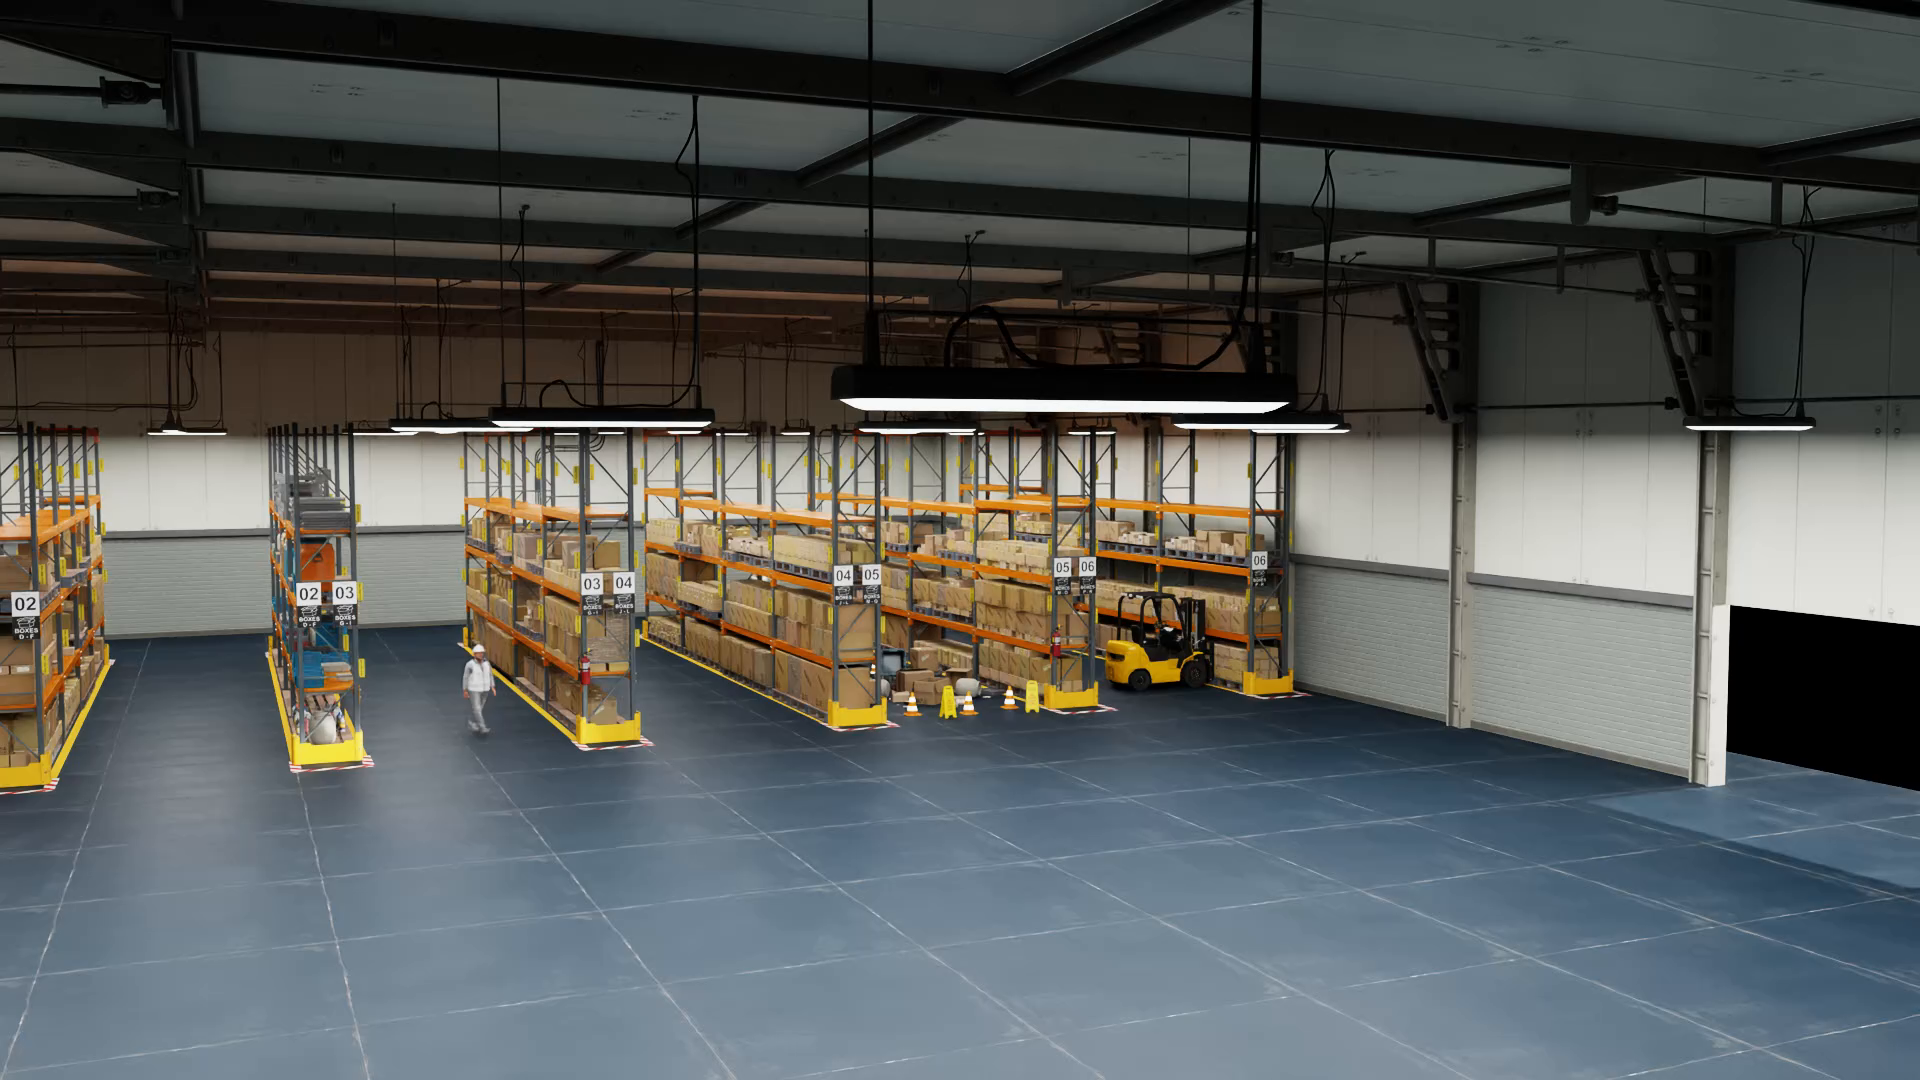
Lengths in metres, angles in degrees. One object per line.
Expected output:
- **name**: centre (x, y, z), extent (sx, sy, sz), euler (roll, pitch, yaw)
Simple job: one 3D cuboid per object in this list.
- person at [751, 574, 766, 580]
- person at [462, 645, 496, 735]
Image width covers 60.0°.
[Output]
- **person**: centre (-6.325, 1.686, 51.679), extent (0.439, 1.790, 0.592), euler (-3, 5, -42)
- **person**: centre (-9.233, 2.878, 32.061), extent (1.070, 1.712, 0.567), euler (3, 4, 37)
